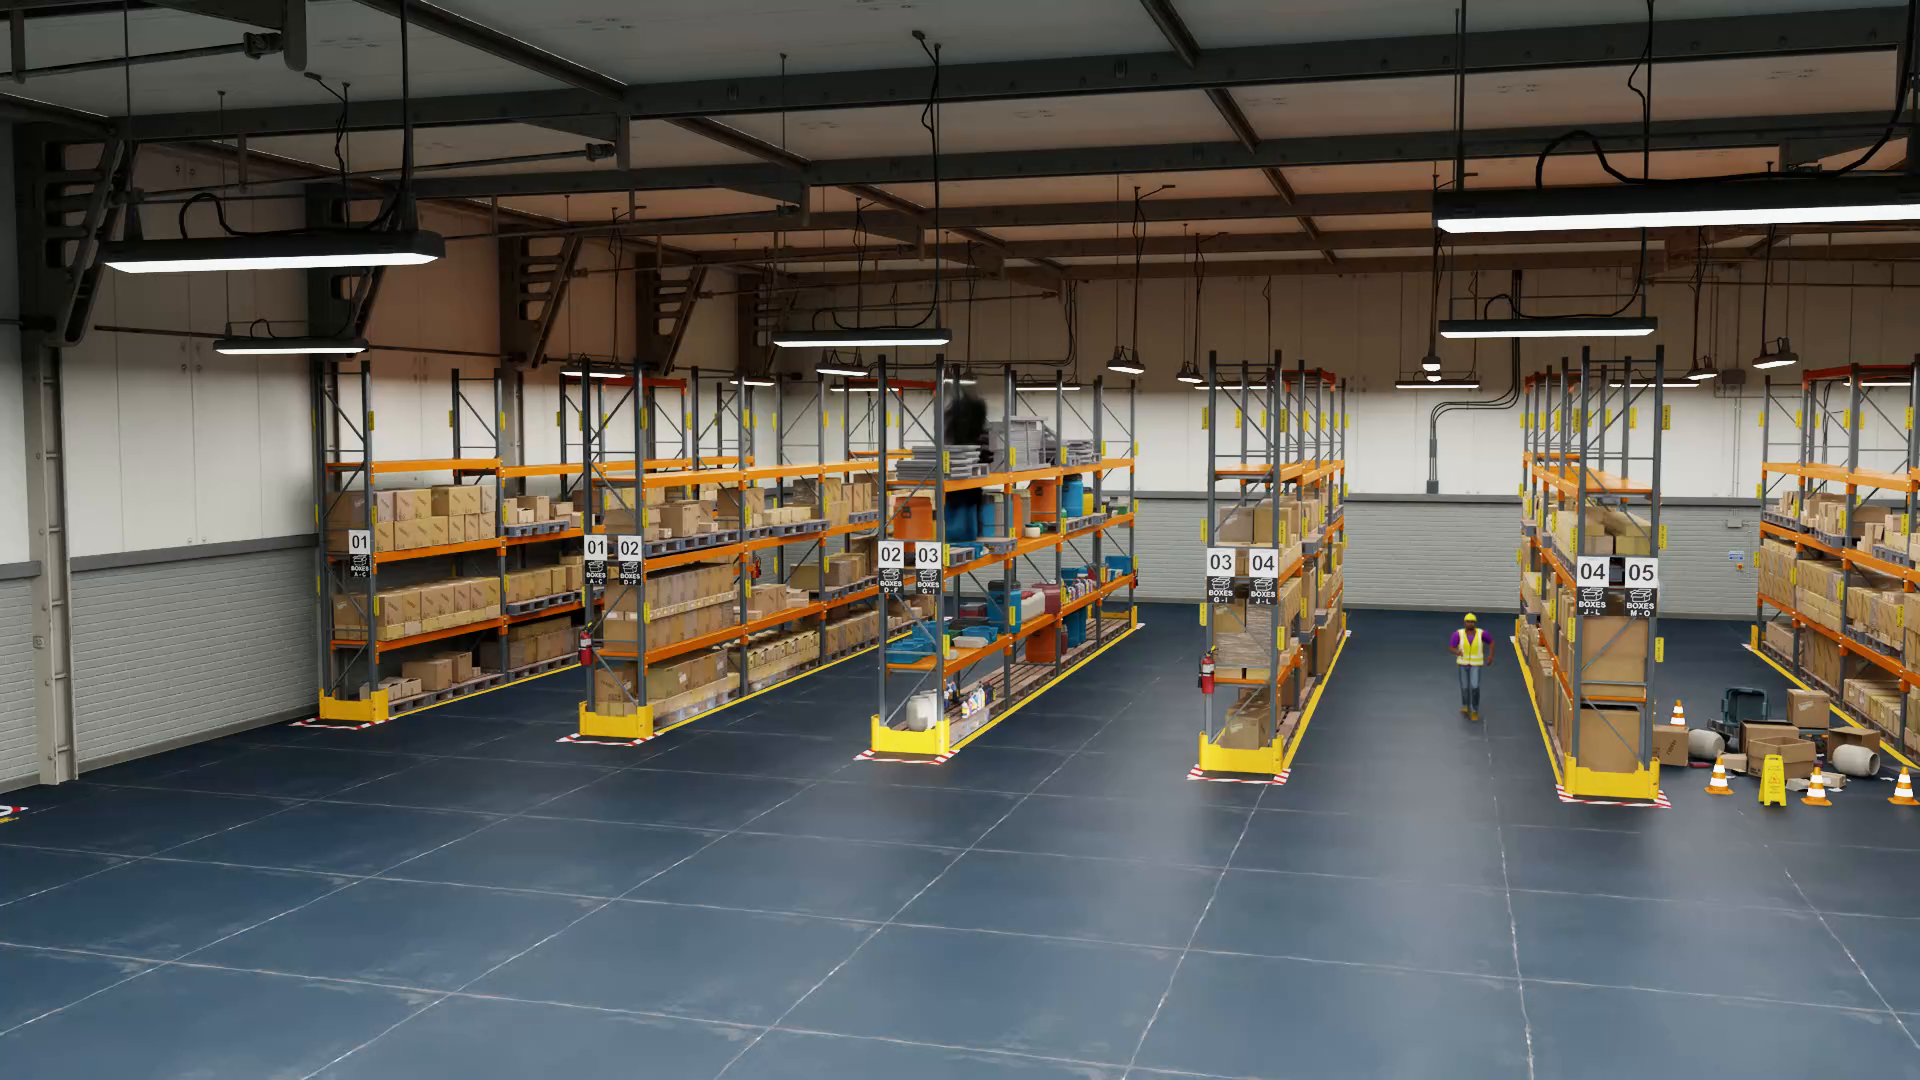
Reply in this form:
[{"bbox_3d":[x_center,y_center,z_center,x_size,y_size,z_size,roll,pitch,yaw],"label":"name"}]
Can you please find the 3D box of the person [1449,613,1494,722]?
[{"bbox_3d":[8.579,2.143,27.940,0.716,1.840,0.751,2,4,21],"label":"person"}]
